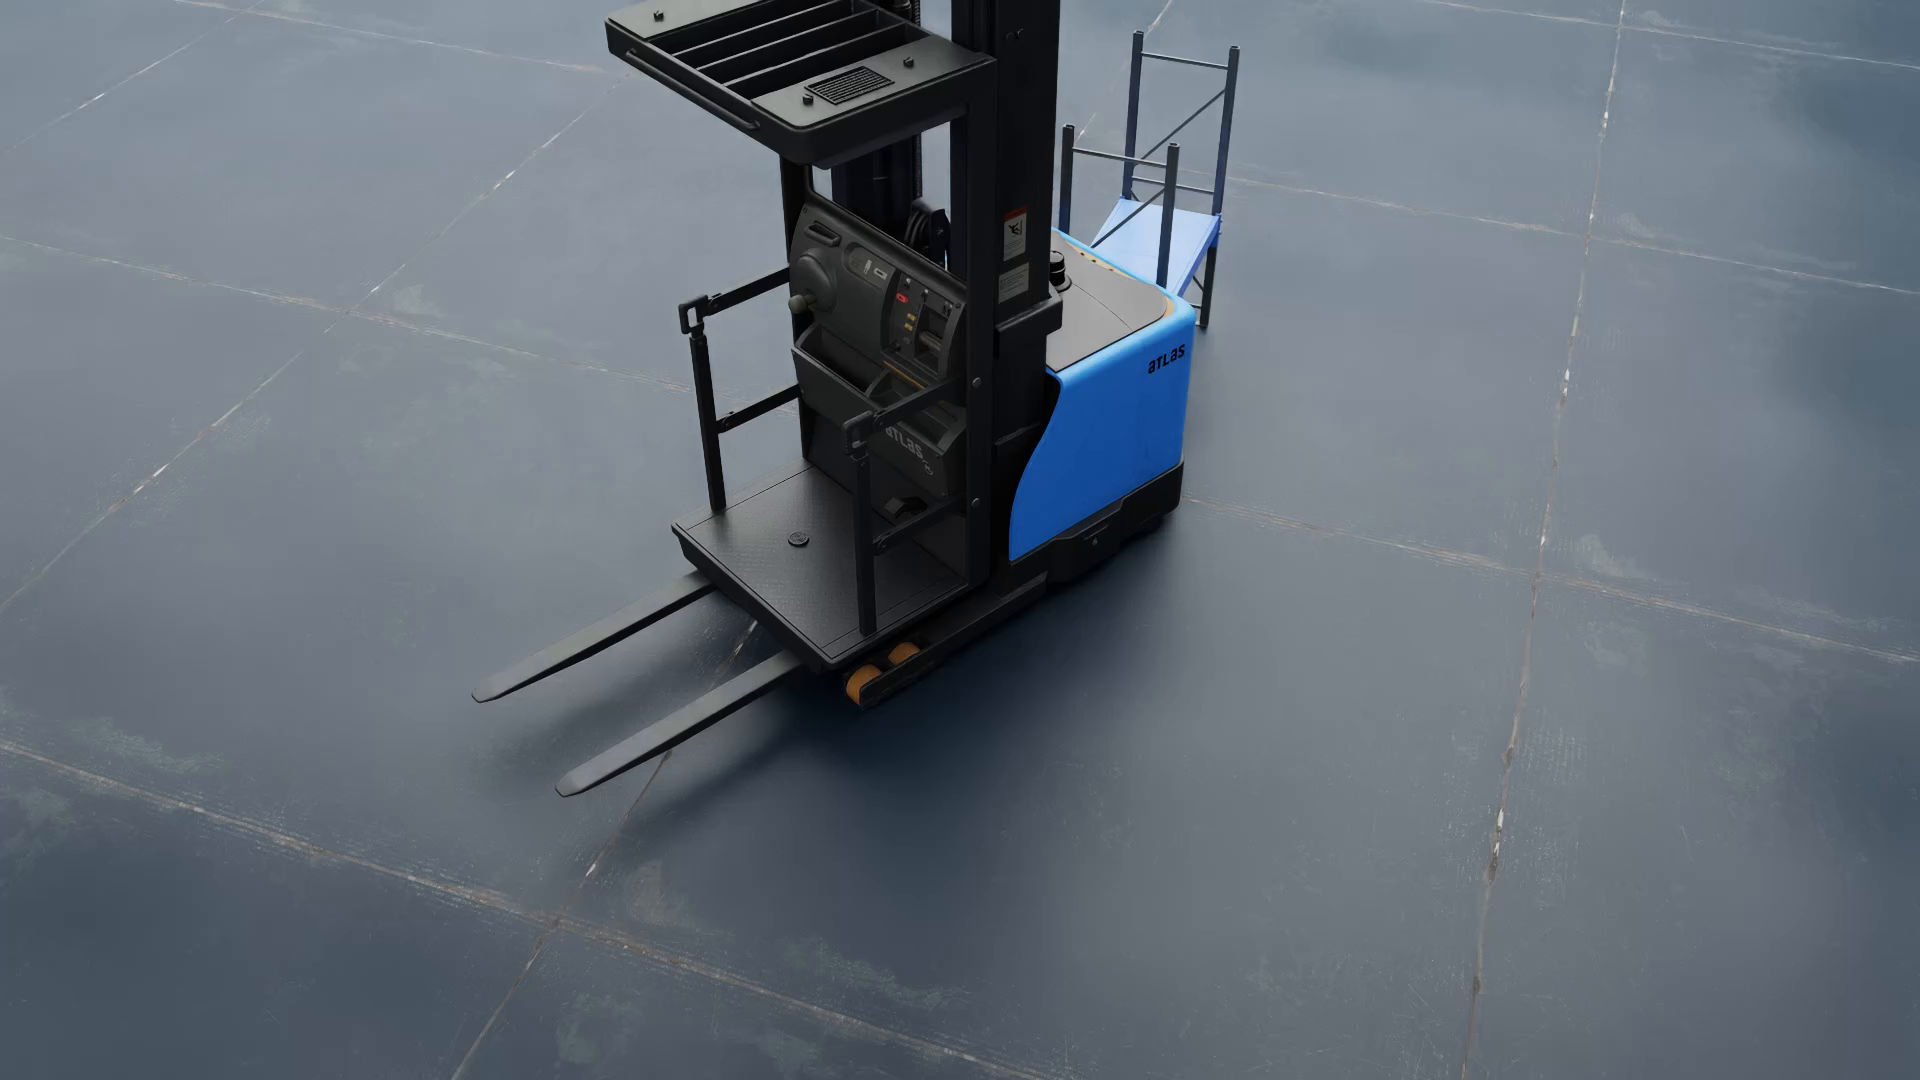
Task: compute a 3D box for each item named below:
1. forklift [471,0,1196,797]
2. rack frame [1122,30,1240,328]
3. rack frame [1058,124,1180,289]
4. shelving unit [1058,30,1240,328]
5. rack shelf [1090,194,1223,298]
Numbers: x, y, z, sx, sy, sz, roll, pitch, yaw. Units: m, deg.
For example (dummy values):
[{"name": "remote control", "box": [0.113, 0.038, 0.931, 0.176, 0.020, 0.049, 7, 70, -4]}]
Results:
[{"name": "forklift", "box": [-0.472, -0.849, 5.987, 3.031, 2.935, 1.130, -29, 49, -30]}, {"name": "rack frame", "box": [1.040, -1.727, 8.118, 0.500, 1.500, 0.032, 14, 42, 16]}, {"name": "rack frame", "box": [0.669, -1.112, 7.398, 0.500, 1.500, 0.032, 14, 42, 16]}, {"name": "shelving unit", "box": [0.854, -1.420, 7.758, 0.538, 1.500, 1.048, 14, 42, 16]}, {"name": "rack shelf", "box": [0.854, -1.283, 7.875, 0.538, 0.185, 1.000, 14, 42, 16]}]
